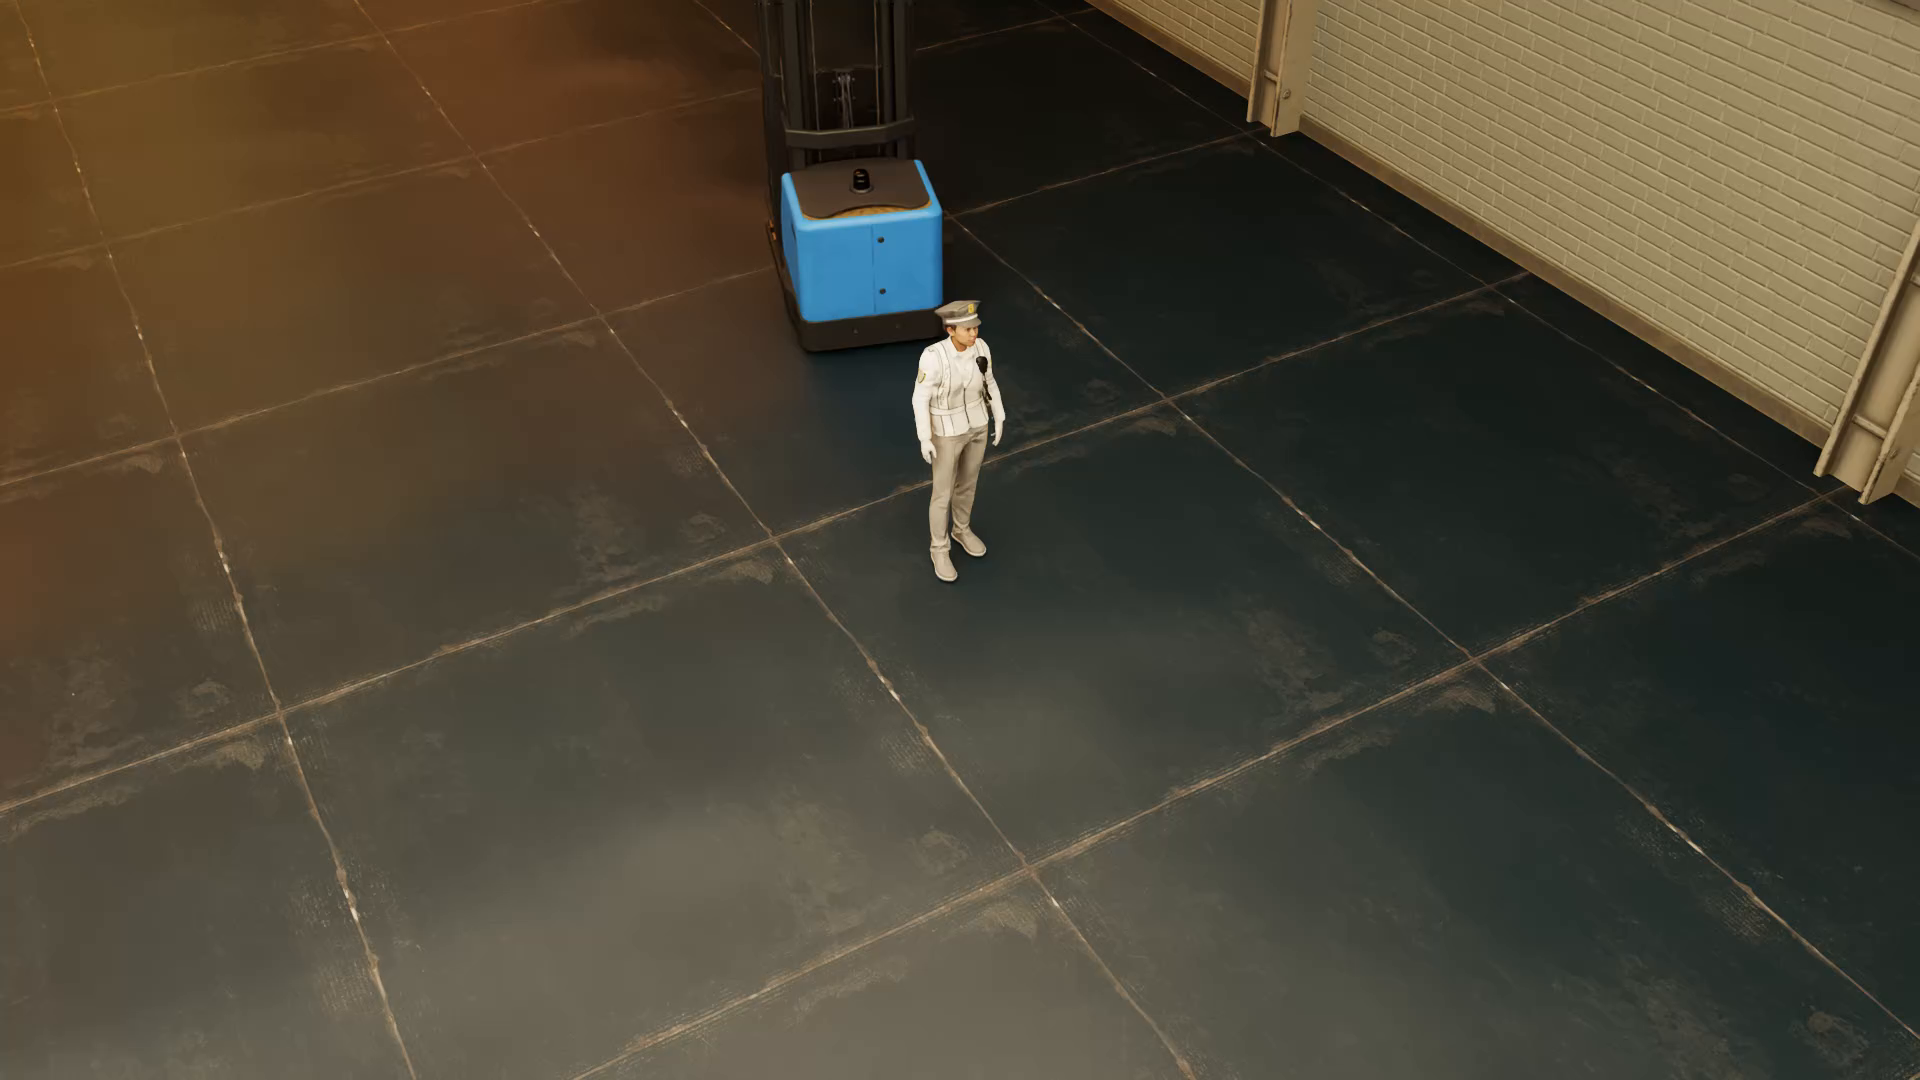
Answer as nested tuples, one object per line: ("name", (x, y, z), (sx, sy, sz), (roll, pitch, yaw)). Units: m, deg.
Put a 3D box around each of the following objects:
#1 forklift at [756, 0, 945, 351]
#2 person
("forklift", (-0.924, -3.418, 12.157), (1.130, 2.935, 3.031), (-8, 40, -10))
("person", (0.028, -0.617, 9.738), (0.586, 1.694, 0.530), (-20, 44, -23))
